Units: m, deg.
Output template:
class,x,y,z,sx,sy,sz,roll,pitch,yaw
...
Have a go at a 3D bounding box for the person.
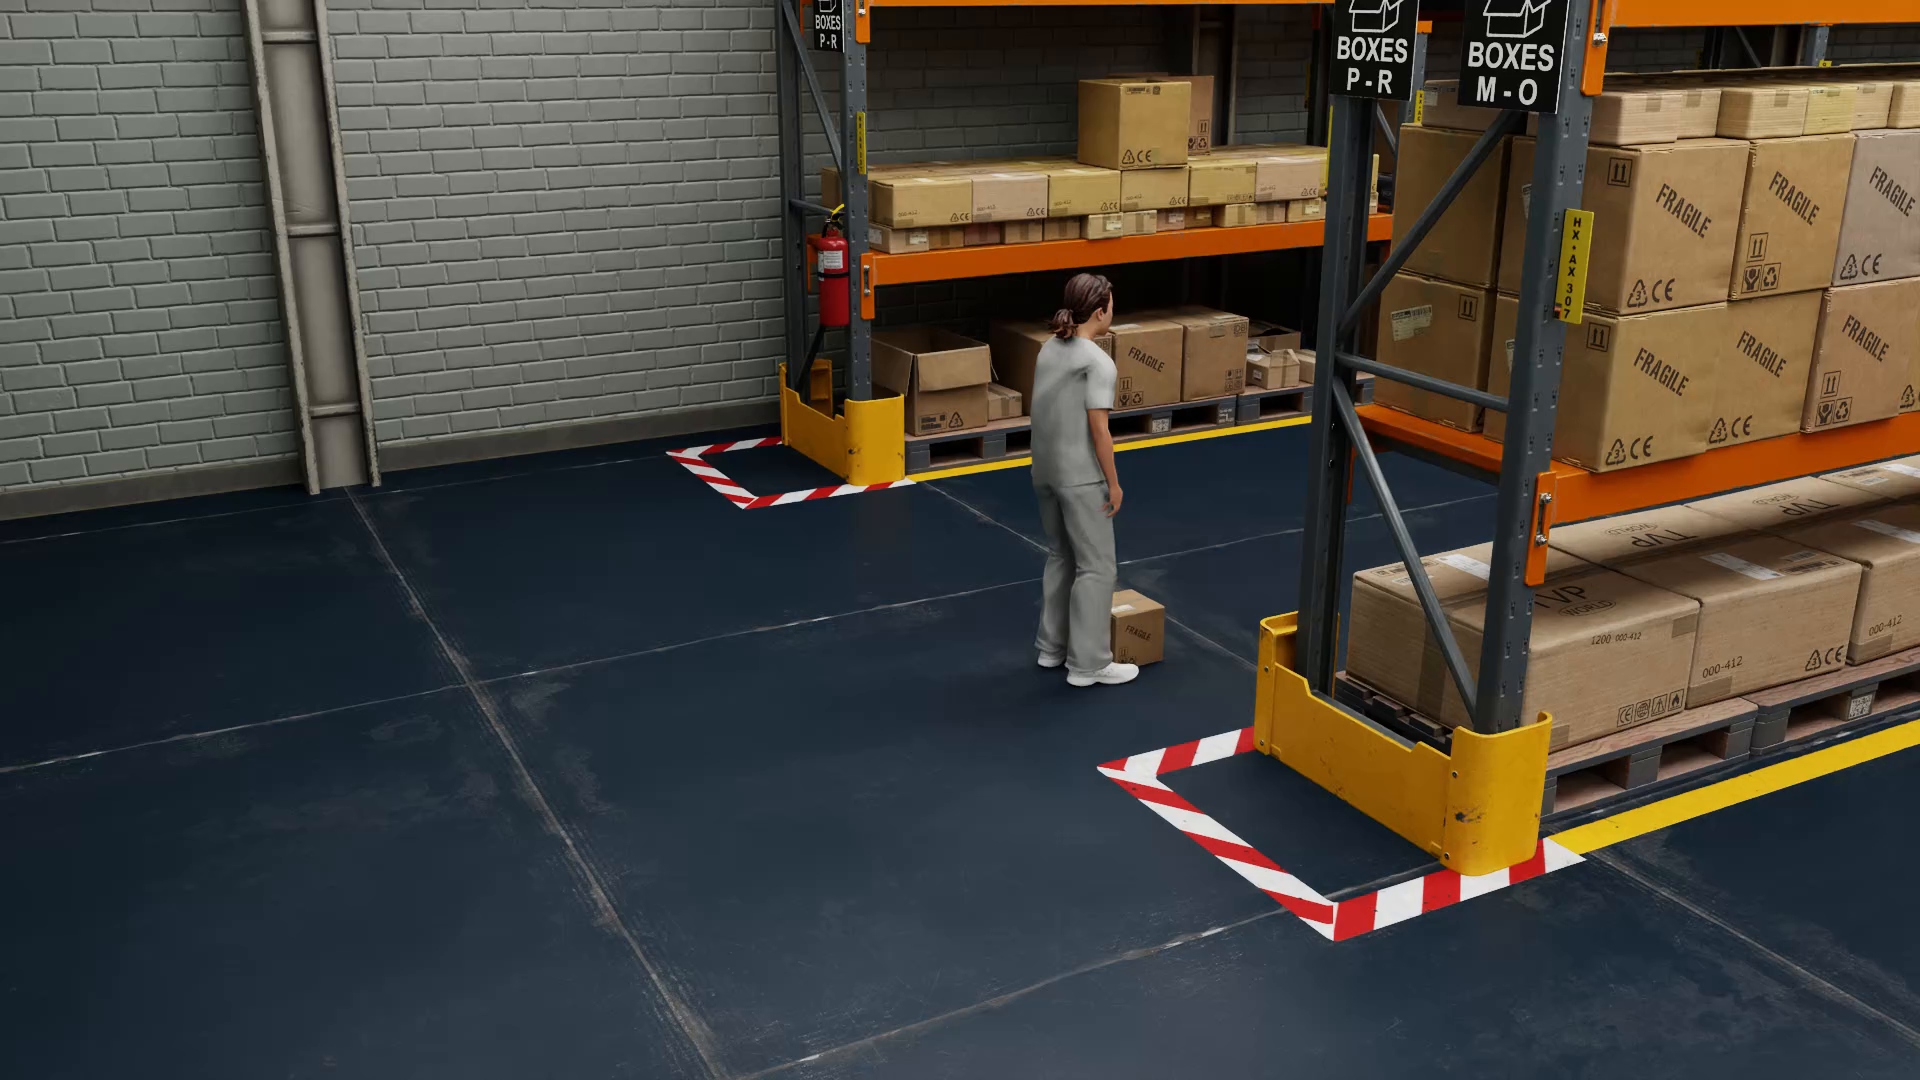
class,x,y,z,sx,sy,sz,roll,pitch,yaw
person,0.487,-0.249,6.807,0.364,1.671,0.513,-11,22,-30
